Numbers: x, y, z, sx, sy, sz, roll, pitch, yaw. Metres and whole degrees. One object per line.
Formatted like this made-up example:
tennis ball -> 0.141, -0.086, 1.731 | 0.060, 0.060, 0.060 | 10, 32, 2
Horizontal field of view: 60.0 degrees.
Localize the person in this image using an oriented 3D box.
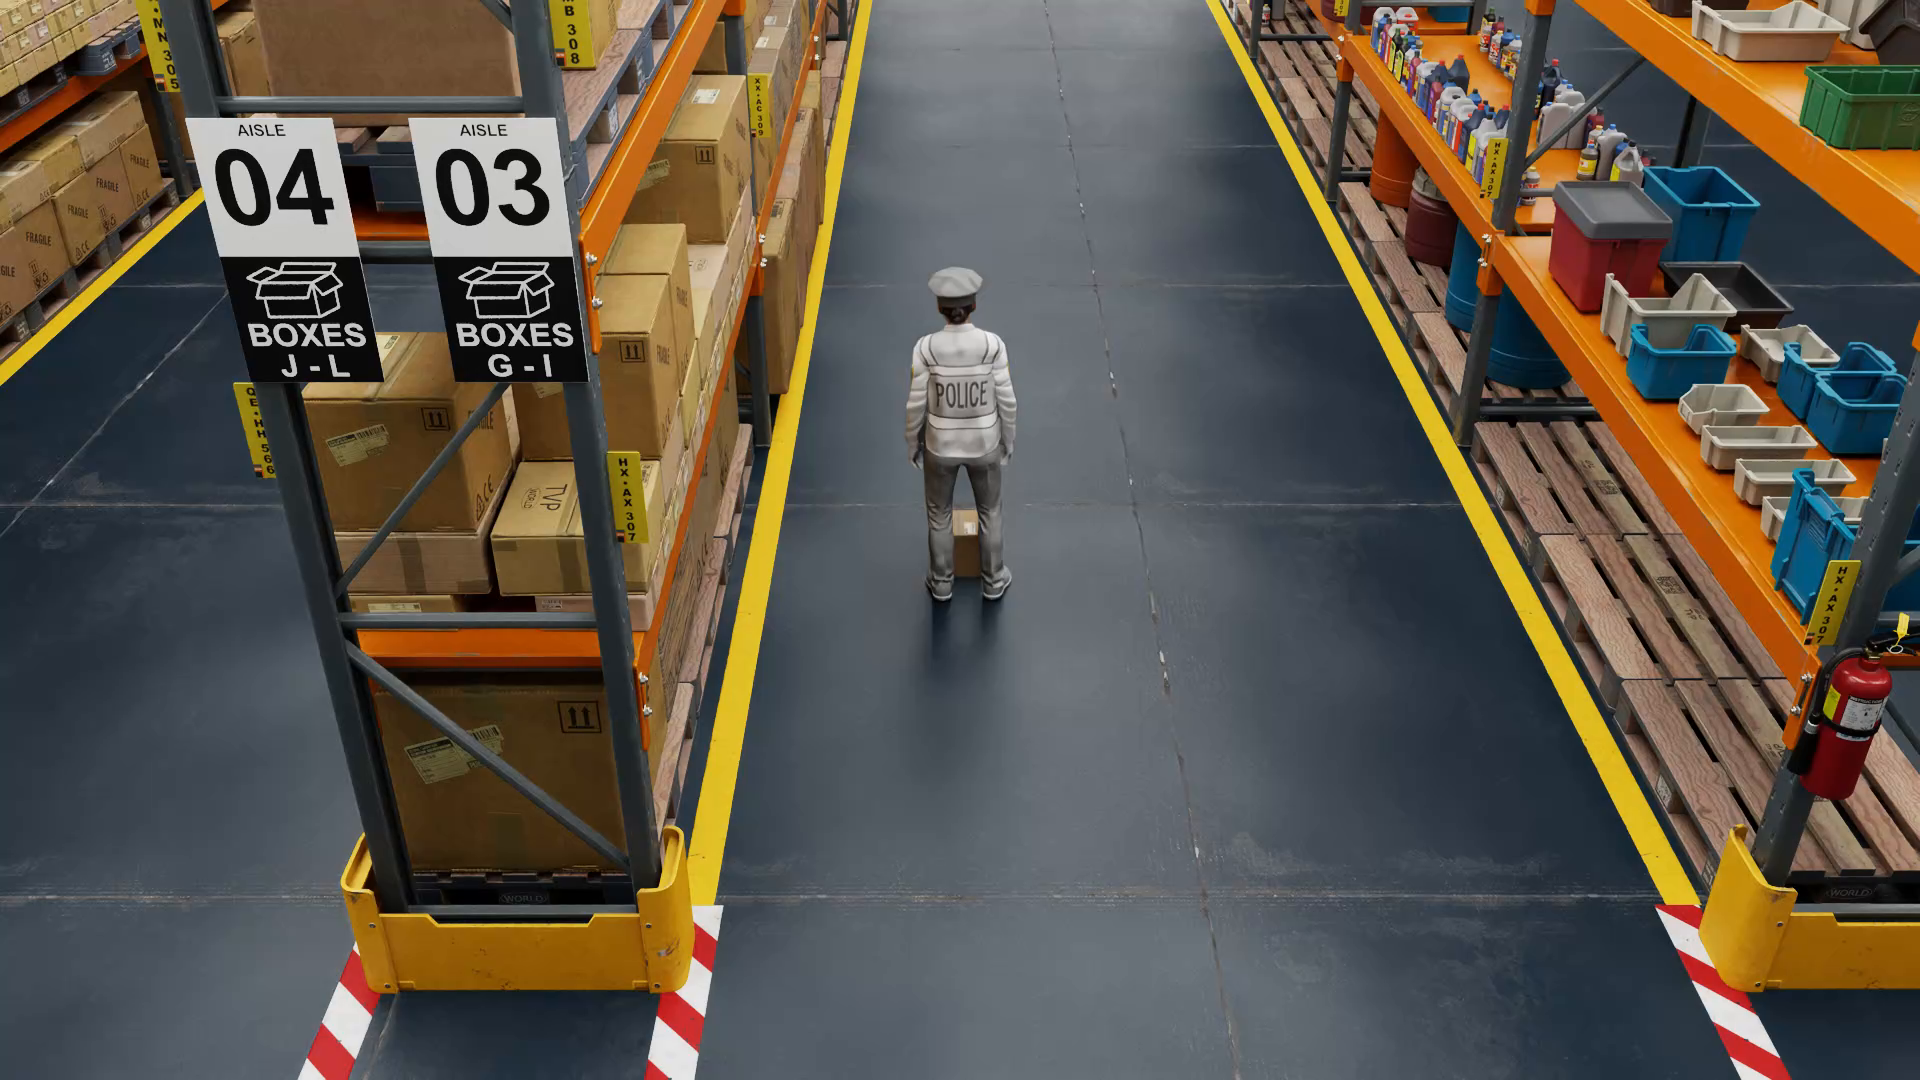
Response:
person -> 0.003, -0.453, 7.866 | 0.524, 1.662, 0.373 | -1, 32, -2
